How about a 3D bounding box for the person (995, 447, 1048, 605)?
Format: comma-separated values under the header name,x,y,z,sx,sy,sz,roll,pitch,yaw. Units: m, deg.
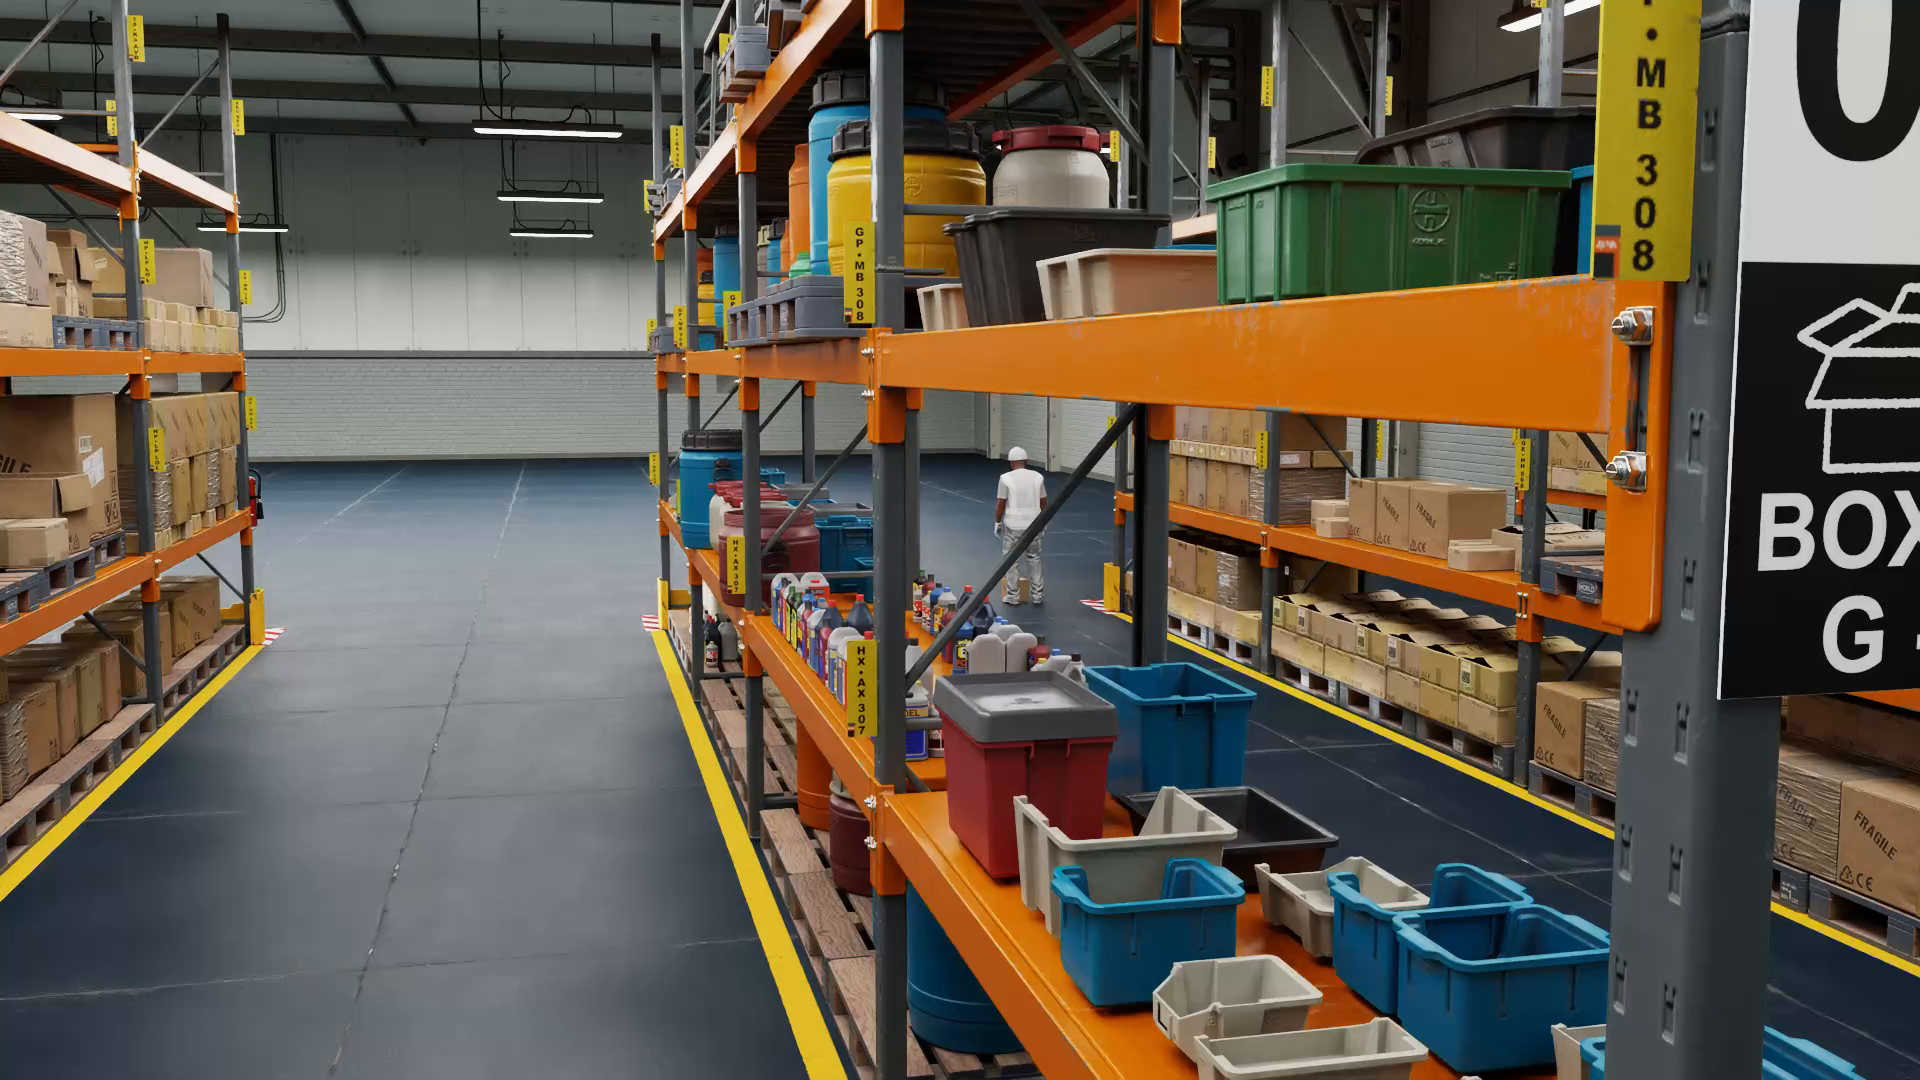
name,x,y,z,sx,sy,sz,roll,pitch,yaw
person,0.699,-0.163,18.883,0.618,1.774,0.452,-2,6,-14
